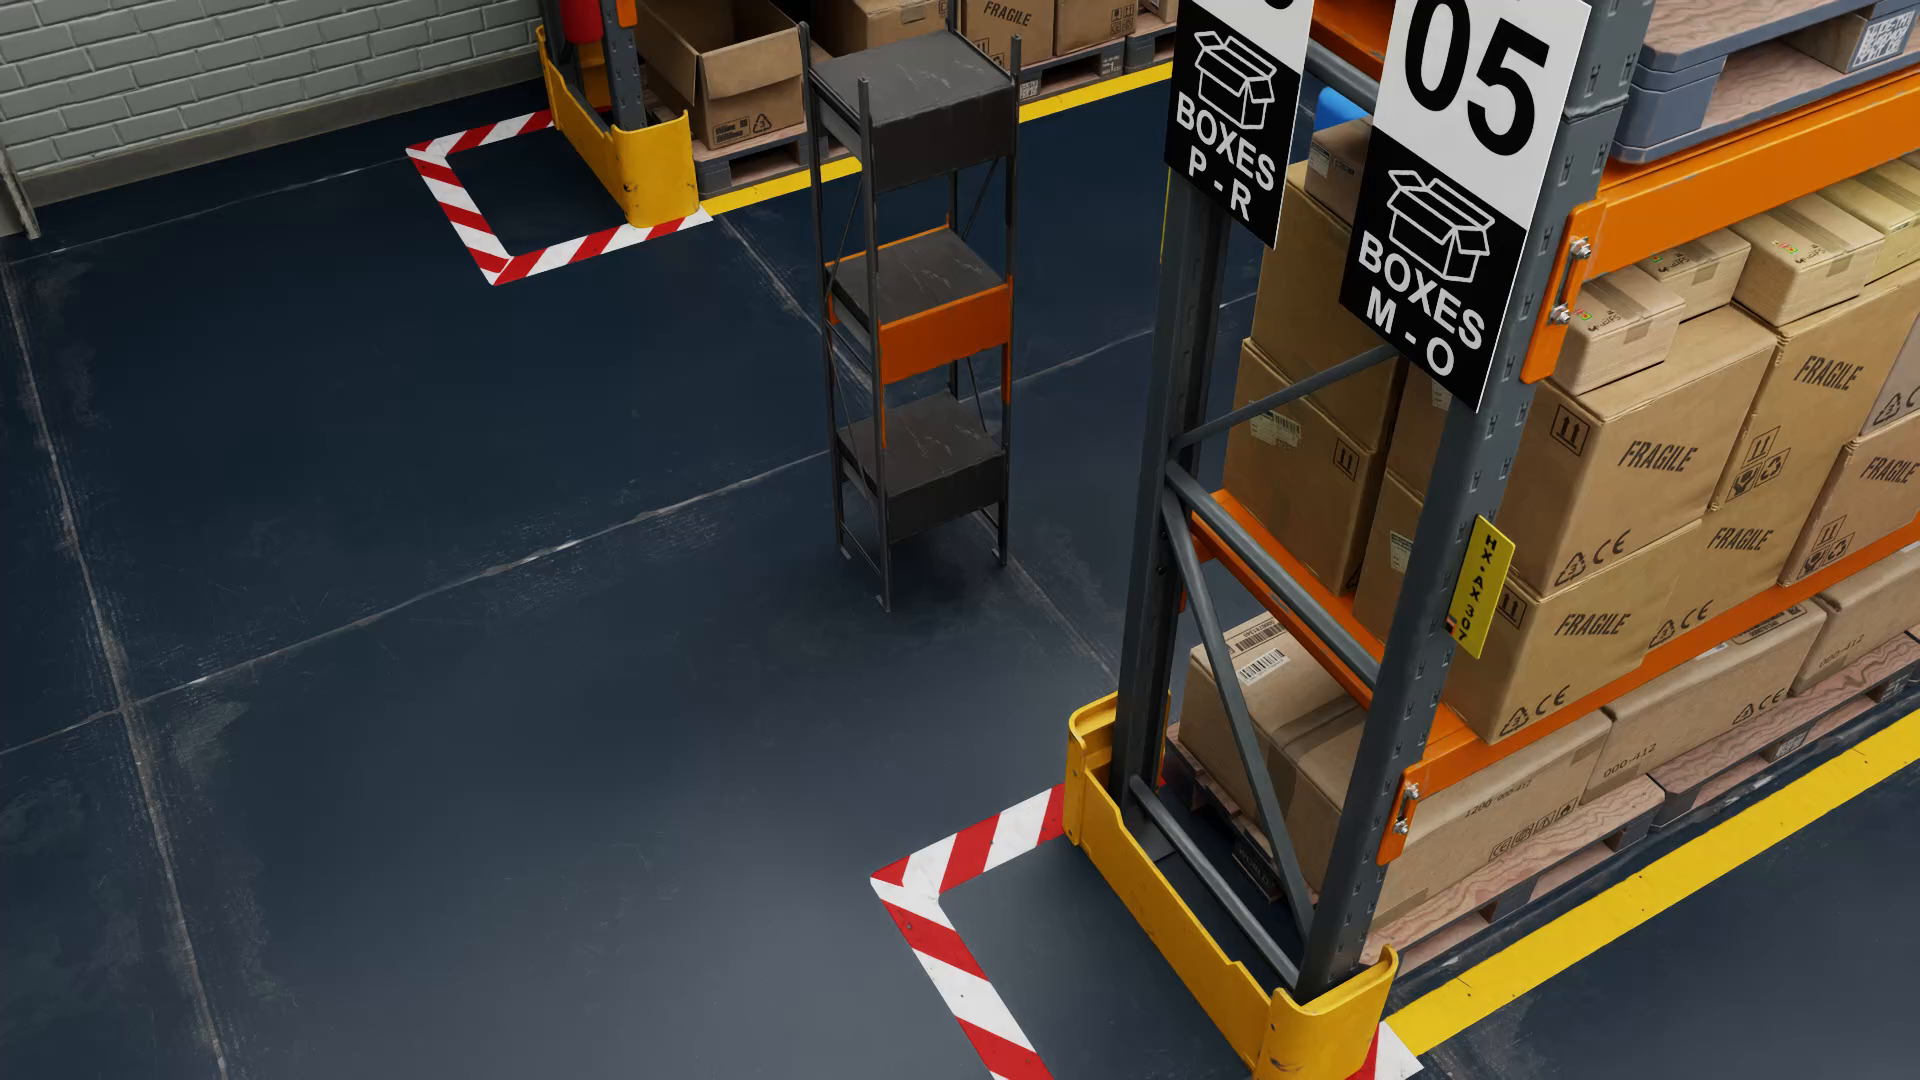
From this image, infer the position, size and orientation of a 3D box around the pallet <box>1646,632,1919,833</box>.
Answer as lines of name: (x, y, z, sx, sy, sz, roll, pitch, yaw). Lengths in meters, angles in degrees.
pallet: (2.474, 0.355, 5.733, 1.213, 0.211, 1.003, -22, 48, -21)

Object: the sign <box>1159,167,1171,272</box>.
sign: (0.504, -0.733, 3.850, 0.005, 0.325, 0.100, -22, 48, -21)

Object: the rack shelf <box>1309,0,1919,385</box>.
rack shelf: (2.497, -1.413, 3.914, 4.000, 0.370, 1.077, -22, 48, -21)

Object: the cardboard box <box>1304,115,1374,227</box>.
cardboard box: (0.974, -0.773, 3.638, 0.250, 0.149, 0.380, -21, 48, -20)

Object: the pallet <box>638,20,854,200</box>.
pallet: (-0.957, -2.199, 8.365, 1.213, 0.211, 1.003, -22, 48, -21)

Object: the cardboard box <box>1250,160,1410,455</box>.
cardboard box: (1.062, -0.606, 3.931, 0.500, 0.500, 0.500, -20, 48, -20)

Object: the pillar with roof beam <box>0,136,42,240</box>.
pillar with roof beam: (-2.356, -2.059, 1.910, 0.400, 9.000, 9.100, -22, 48, -21)

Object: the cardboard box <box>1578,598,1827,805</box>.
cardboard box: (2.074, 0.256, 5.370, 0.875, 0.438, 0.875, -21, 48, -20)

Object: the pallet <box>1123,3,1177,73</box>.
pallet: (1.159, -3.046, 9.237, 1.213, 0.211, 1.003, -22, 48, -21)

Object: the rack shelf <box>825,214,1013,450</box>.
rack shelf: (-0.144, -0.686, 5.469, 0.480, 0.518, 0.431, -22, 48, -21)

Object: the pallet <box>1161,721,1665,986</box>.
pallet: (1.417, 0.776, 5.299, 1.213, 0.211, 1.003, -22, 48, -21)

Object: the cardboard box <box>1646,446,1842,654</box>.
cardboard box: (1.747, -0.122, 4.150, 0.500, 0.500, 0.500, -22, 48, -21)

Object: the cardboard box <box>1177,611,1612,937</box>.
cardboard box: (1.285, 0.579, 5.038, 0.875, 0.438, 0.875, -23, 49, -22)

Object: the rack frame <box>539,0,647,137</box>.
rack frame: (-1.713, -2.896, 7.081, 0.127, 3.000, 1.000, -22, 48, -21)

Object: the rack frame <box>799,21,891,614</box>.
rack frame: (-0.355, -0.611, 5.372, 0.015, 2.100, 0.400, -22, 48, -21)

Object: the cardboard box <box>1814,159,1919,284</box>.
cardboard box: (1.902, -0.741, 3.604, 0.250, 0.149, 0.380, -23, 49, -22)

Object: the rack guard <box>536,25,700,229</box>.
rack guard: (-1.647, -2.026, 7.978, 0.348, 0.500, 1.175, -22, 48, -21)

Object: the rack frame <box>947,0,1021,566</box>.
rack frame: (0.068, -0.781, 5.547, 0.015, 2.100, 0.400, -22, 48, -21)

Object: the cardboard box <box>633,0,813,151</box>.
cardboard box: (-1.136, -2.306, 7.964, 0.637, 0.503, 0.797, -24, 49, -22)

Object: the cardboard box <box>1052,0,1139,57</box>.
cardboard box: (0.525, -2.938, 8.617, 0.500, 0.500, 0.700, -24, 49, -22)

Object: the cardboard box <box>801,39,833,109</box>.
cardboard box: (-0.748, -2.303, 8.215, 0.250, 0.149, 0.380, -24, 49, -22)

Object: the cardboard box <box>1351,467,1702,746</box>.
cardboard box: (1.322, 0.071, 3.952, 0.500, 0.500, 0.500, -22, 48, -21)

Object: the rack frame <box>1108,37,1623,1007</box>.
rack frame: (0.763, 0.100, 3.994, 0.127, 3.000, 1.000, -22, 48, -21)

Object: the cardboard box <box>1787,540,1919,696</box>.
cardboard box: (2.857, -0.055, 5.692, 0.875, 0.438, 0.875, -23, 49, -22)

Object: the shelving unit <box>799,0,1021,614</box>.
shelving unit: (-0.144, -0.696, 5.460, 0.503, 2.100, 0.431, -22, 48, -21)

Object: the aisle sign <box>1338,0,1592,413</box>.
aisle sign: (0.845, -0.633, 2.882, 0.004, 0.787, 0.394, -22, 48, -21)

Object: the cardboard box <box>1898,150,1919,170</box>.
cardboard box: (2.103, -0.864, 3.731, 0.250, 0.149, 0.380, -21, 48, -21)

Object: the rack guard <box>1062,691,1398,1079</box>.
rack guard: (0.742, 1.005, 4.856, 0.348, 0.500, 1.175, -22, 48, -21)

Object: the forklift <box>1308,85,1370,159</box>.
forklift: (2.945, -2.277, 6.492, 3.031, 2.935, 1.130, -21, 48, -20)

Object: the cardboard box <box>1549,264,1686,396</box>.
cardboard box: (1.208, -0.484, 3.339, 0.250, 0.149, 0.380, -21, 48, -20)

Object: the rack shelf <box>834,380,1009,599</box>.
rack shelf: (-0.144, -0.184, 5.957, 0.480, 0.518, 0.431, -22, 48, -21)

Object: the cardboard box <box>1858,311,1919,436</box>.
cardboard box: (2.208, -0.656, 3.983, 0.500, 0.500, 0.500, -22, 48, -21)

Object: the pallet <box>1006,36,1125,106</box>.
pallet: (0.100, -2.620, 8.798, 1.213, 0.211, 1.003, -22, 48, -21)

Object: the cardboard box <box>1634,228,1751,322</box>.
cardboard box: (1.400, -0.618, 3.477, 0.250, 0.149, 0.380, -21, 48, -20)

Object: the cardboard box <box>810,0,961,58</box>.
cardboard box: (-0.375, -2.578, 8.246, 0.500, 0.500, 0.700, -20, 48, -19)

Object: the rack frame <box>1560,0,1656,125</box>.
rack frame: (0.763, -2.053, 1.904, 0.127, 3.000, 1.000, -22, 48, -21)

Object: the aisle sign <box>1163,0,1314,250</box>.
aisle sign: (0.546, -0.996, 3.255, 0.004, 0.787, 0.394, -22, 48, -21)

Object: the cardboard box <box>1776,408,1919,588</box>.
cardboard box: (2.197, -0.287, 4.321, 0.500, 0.500, 0.500, -22, 48, -21)

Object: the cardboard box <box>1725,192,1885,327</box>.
cardboard box: (1.683, -0.639, 3.499, 0.250, 0.149, 0.380, -20, 48, -20)

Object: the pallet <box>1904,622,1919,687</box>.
pallet: (3.533, -0.071, 6.172, 1.213, 0.211, 1.003, -22, 48, -21)

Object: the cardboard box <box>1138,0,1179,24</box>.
cardboard box: (1.109, -2.959, 8.807, 0.258, 0.266, 0.396, -20, 48, -20)

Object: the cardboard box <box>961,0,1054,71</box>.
cardboard box: (0.133, -2.701, 8.373, 0.500, 0.500, 0.500, -21, 48, -20)

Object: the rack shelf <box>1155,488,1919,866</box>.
rack shelf: (2.497, -0.336, 4.959, 4.000, 0.370, 1.077, -22, 48, -21)

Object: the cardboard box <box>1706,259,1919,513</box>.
cardboard box: (1.765, -0.473, 3.794, 0.500, 0.500, 0.500, -23, 49, -22)

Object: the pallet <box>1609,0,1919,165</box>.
pallet: (1.401, -1.209, 3.251, 1.213, 0.211, 1.003, -22, 48, -21)

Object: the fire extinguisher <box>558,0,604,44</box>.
fire extinguisher: (-1.611, -2.405, 6.897, 0.183, 0.674, 0.296, -22, 48, -21)

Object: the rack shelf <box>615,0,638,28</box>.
rack shelf: (0.021, -3.332, 8.046, 4.000, 0.370, 1.077, -22, 48, -21)

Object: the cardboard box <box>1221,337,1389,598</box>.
cardboard box: (1.049, -0.263, 4.296, 0.500, 0.500, 0.500, -22, 48, -21)

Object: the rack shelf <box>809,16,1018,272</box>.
rack shelf: (-0.144, -1.189, 4.982, 0.480, 0.518, 0.431, -22, 48, -21)

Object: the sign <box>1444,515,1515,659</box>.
sign: (1.034, 0.098, 3.317, 0.005, 0.325, 0.100, -22, 48, -21)

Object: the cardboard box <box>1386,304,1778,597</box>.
cardboard box: (1.321, -0.290, 3.605, 0.500, 0.500, 0.500, -23, 49, -22)
